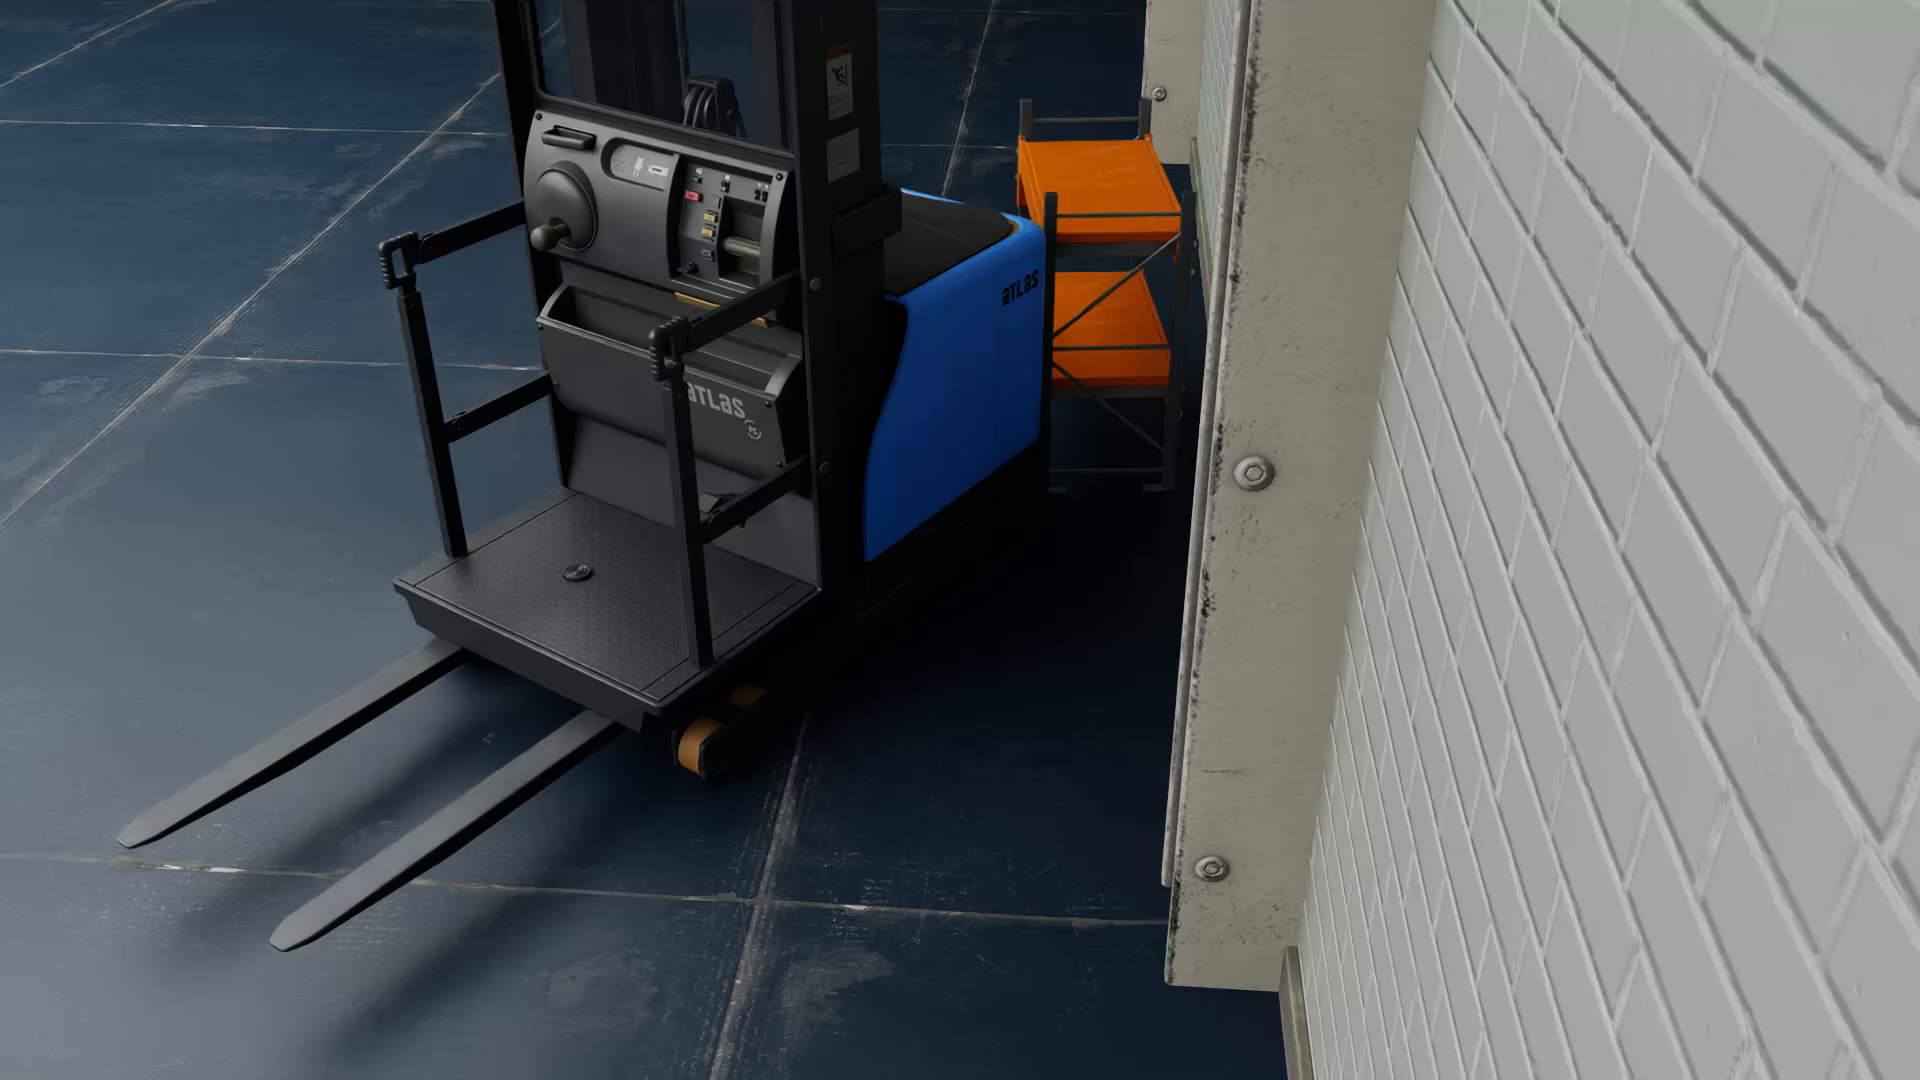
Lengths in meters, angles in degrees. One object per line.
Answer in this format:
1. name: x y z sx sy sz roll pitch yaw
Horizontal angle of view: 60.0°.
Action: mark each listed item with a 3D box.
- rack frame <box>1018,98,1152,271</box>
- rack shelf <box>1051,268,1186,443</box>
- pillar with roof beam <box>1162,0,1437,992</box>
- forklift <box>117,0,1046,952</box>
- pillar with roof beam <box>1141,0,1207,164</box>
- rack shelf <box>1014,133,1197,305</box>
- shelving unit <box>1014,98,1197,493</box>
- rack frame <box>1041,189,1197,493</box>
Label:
1. rack frame: 0.480 -1.196 6.618 0.500 1.125 0.032 -1 32 -2
2. rack shelf: 0.503 -0.721 6.314 0.538 0.278 1.000 -1 32 -2
3. pillar with roof beam: -3.626 -3.040 2.106 9.100 9.000 0.400 2 32 4
4. forklift: -0.958 -0.870 4.368 1.130 2.935 3.031 20 37 29
5. pillar with roof beam: -3.137 -6.177 7.197 9.100 9.000 0.400 2 32 4
6. rack shelf: 0.503 -1.178 6.032 0.538 0.278 1.000 -1 32 -2
7. shelving unit: 0.503 -0.929 6.186 0.538 1.125 1.048 -1 32 -2
8. rack frame: 0.527 -0.663 5.753 0.500 1.125 0.032 -1 32 -2
